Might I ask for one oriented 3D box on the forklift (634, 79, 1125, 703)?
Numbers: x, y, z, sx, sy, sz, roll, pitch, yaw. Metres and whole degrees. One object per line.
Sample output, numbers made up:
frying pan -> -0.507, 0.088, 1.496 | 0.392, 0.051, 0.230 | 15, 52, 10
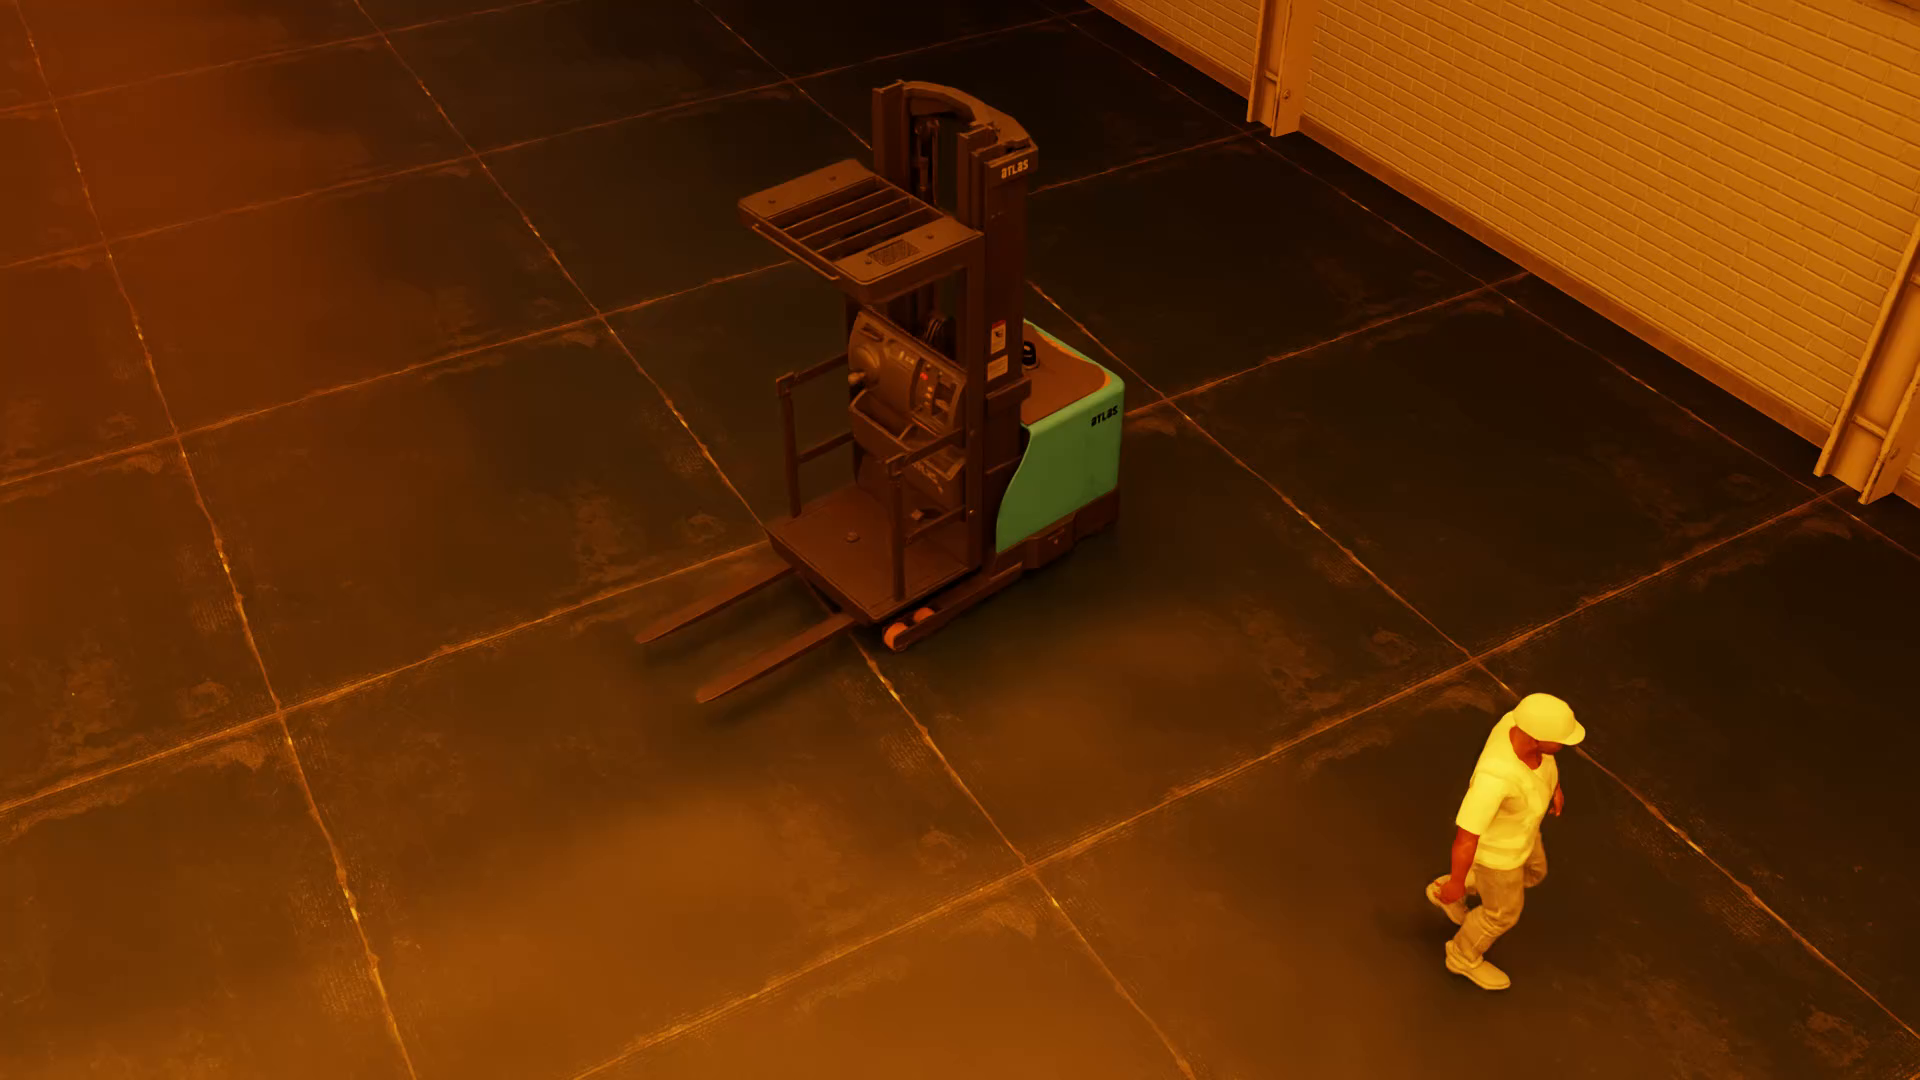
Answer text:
forklift -> -0.460, -0.869, 9.084 | 3.031, 2.935, 1.130 | -29, 47, -30

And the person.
person -> 2.400, 1.307, 7.390 | 0.489, 1.746, 0.771 | 18, 43, 20
